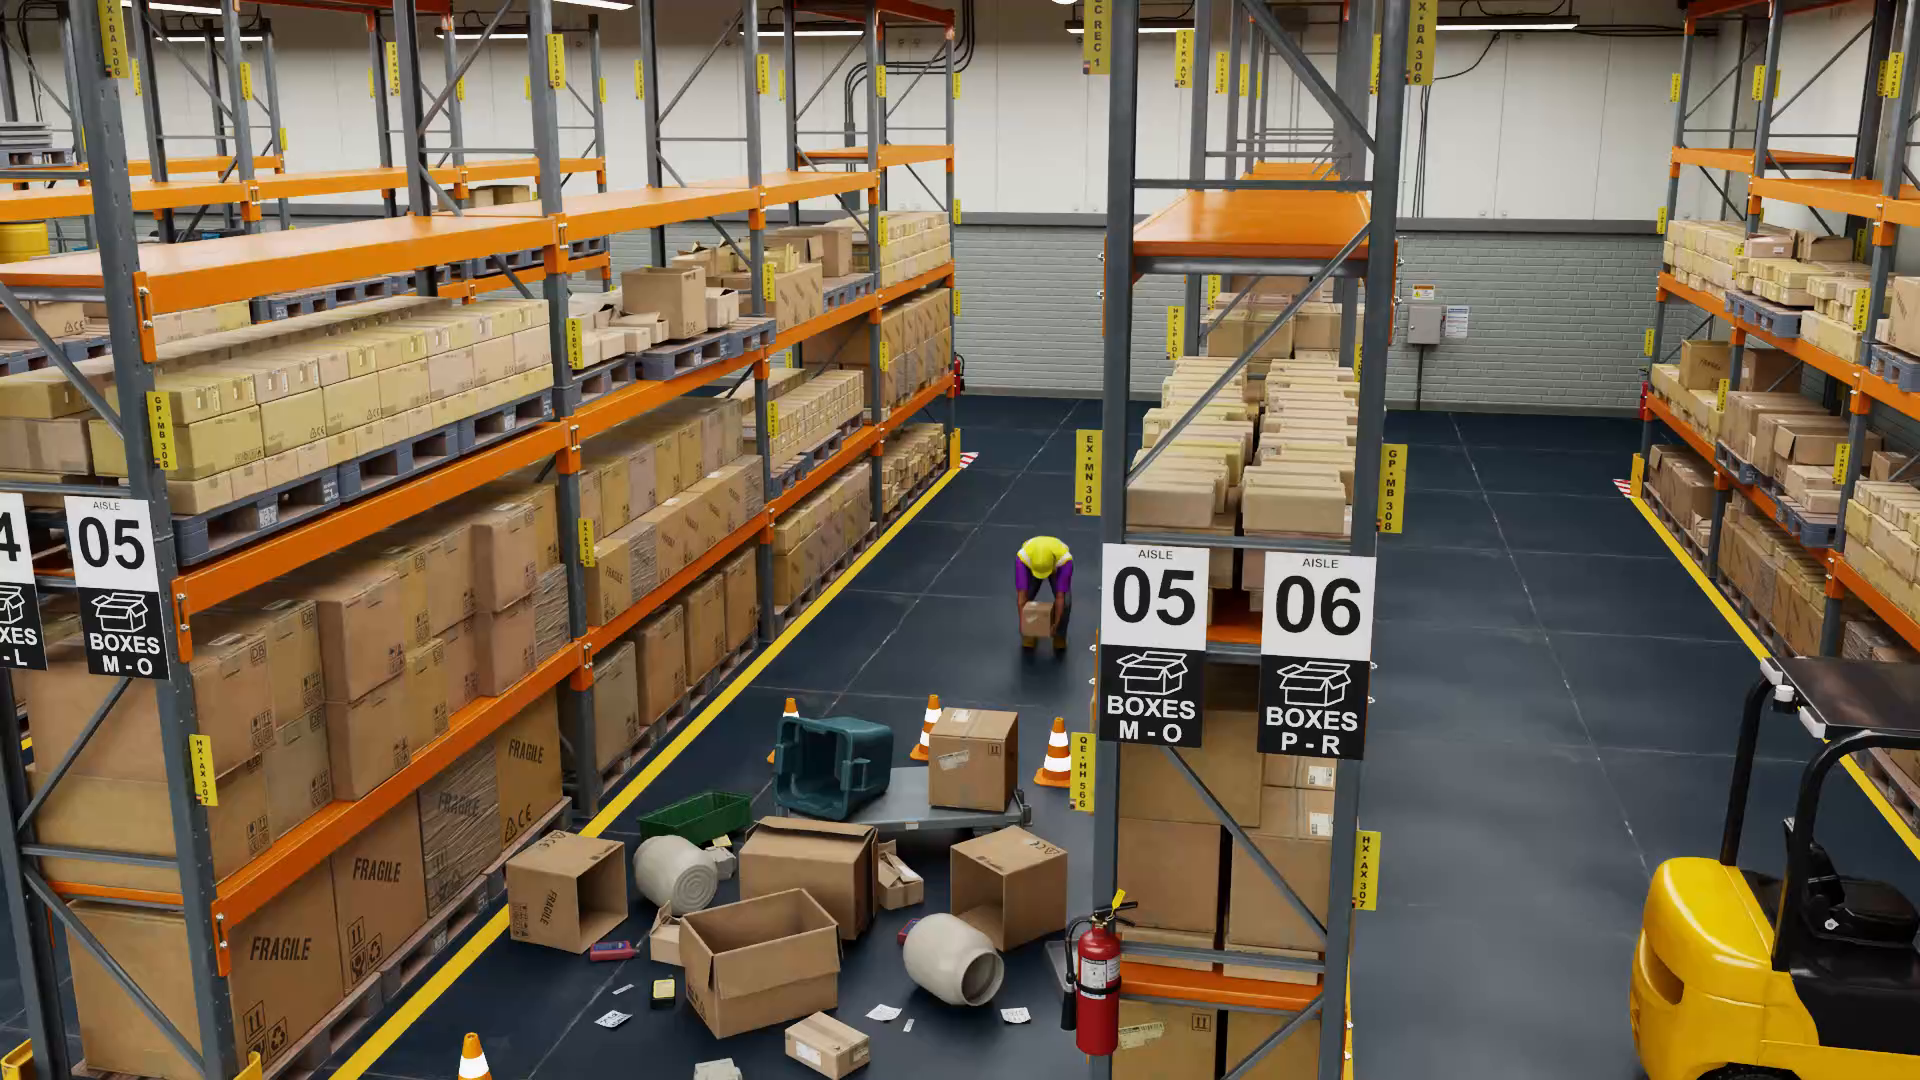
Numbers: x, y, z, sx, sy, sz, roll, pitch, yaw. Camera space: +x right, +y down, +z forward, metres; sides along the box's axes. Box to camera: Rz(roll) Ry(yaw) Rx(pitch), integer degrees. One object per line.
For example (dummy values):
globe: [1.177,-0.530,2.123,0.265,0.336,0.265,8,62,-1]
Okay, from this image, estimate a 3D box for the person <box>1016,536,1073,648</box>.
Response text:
person: [0.763,0.484,14.955,0.514,1.083,0.966,2,15,8]
